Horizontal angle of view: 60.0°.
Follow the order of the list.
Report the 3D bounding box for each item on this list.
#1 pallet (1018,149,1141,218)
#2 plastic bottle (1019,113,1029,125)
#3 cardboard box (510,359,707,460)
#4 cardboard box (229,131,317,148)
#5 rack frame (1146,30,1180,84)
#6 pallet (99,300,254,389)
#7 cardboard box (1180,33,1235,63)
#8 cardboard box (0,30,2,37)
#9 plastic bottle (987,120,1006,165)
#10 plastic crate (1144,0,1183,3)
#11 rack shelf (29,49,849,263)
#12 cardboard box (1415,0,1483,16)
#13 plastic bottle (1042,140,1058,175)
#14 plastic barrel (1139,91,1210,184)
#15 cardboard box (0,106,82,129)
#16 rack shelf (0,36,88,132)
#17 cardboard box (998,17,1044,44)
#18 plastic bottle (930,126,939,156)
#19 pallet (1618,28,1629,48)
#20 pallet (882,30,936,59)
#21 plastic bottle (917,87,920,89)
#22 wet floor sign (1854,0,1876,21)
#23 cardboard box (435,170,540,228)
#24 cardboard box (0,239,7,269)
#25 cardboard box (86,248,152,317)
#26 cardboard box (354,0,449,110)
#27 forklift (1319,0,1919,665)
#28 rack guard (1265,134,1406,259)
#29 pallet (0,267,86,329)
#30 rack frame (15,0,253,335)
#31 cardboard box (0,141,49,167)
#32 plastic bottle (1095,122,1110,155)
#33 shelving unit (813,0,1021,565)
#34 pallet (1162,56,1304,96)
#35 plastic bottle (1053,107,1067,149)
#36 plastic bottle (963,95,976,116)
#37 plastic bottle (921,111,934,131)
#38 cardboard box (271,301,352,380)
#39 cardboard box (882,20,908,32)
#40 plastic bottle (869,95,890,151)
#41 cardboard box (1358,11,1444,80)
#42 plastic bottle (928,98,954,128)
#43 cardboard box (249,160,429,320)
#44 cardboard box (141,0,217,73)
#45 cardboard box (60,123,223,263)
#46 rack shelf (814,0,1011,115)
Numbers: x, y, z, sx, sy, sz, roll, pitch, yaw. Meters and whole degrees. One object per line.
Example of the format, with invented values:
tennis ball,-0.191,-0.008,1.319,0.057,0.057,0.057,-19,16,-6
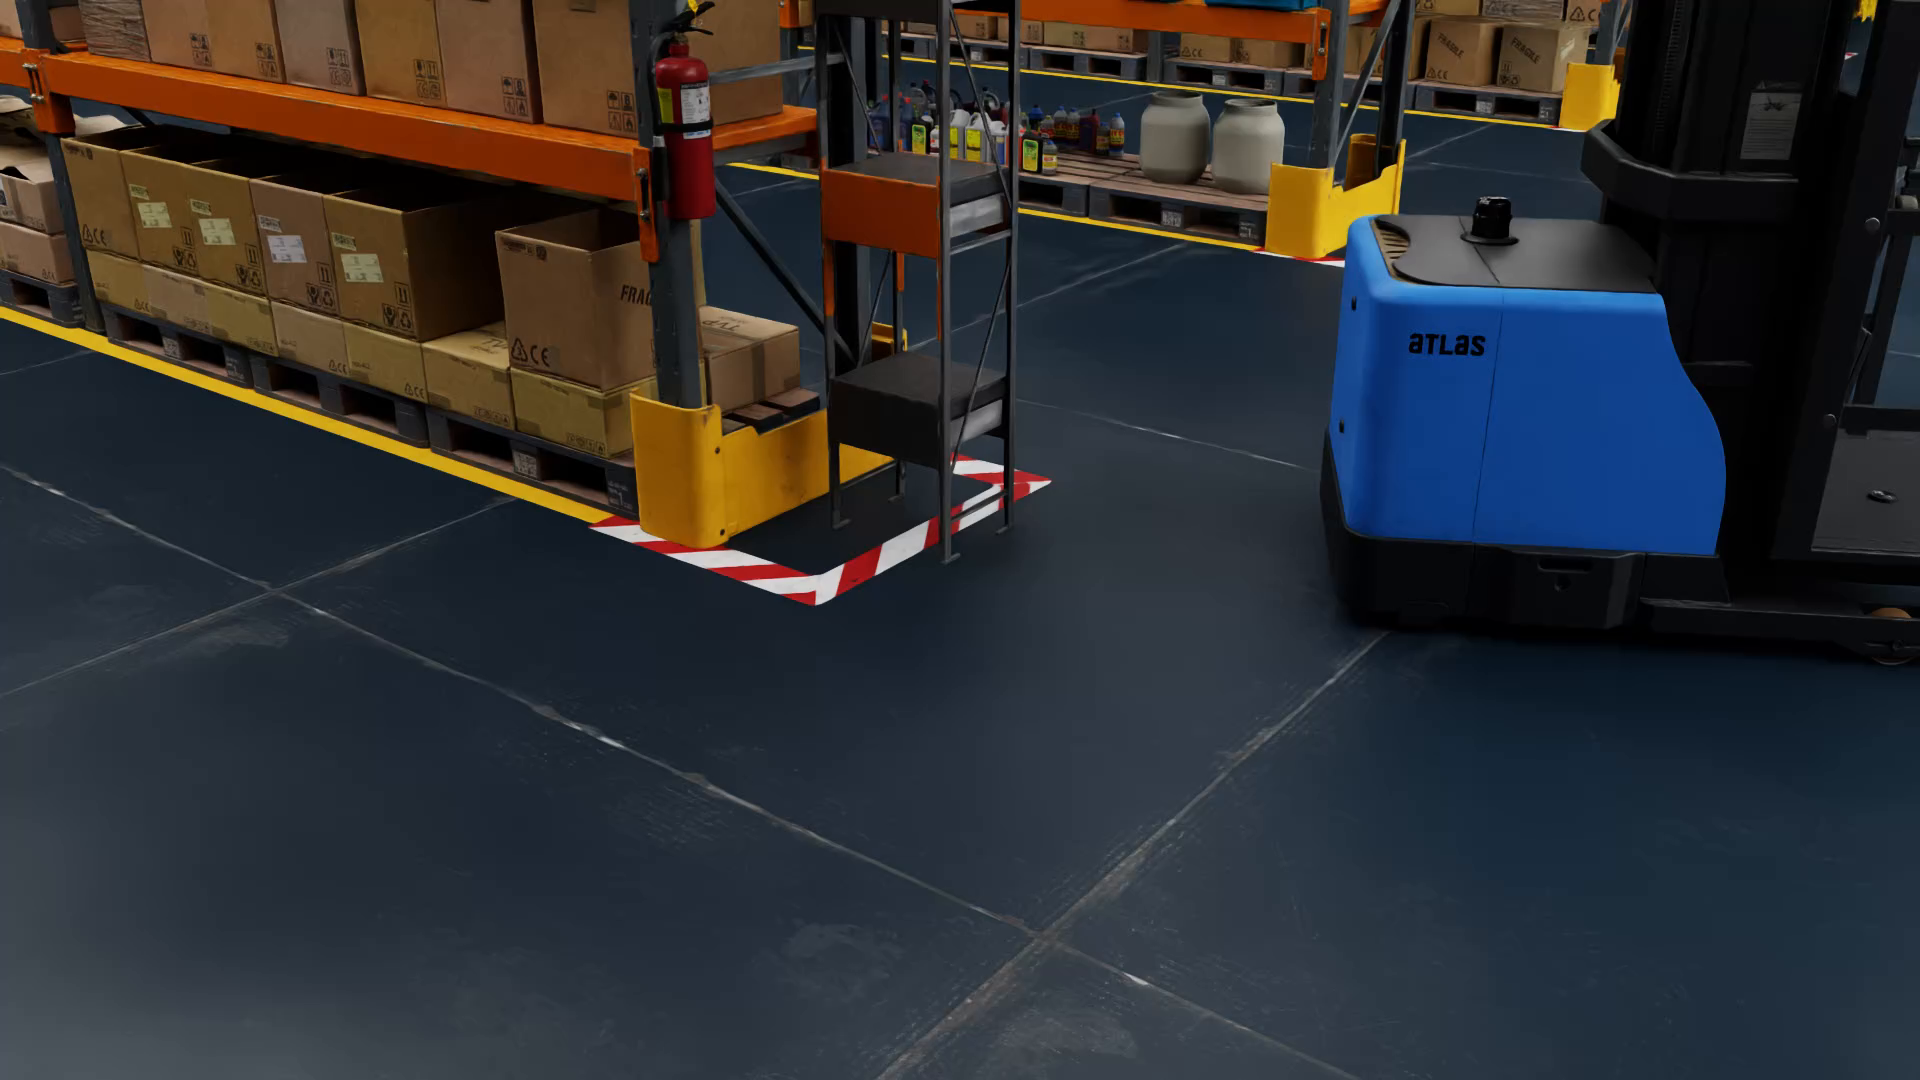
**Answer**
pallet,0.584,-2.385,10.901,1.213,0.211,1.003,17,29,33
plastic bottle,0.430,-2.805,11.320,0.097,0.201,0.097,0,24,0
cardboard box,-1.288,-0.535,6.134,0.500,0.250,0.500,17,29,33
cardboard box,-2.987,-1.645,7.723,0.500,0.500,0.500,17,29,33
rack frame,2.062,-5.730,15.034,0.127,3.000,1.000,17,29,33
pallet,-3.271,-1.053,7.877,1.213,0.211,1.003,17,29,33
cardboard box,2.358,-4.668,15.204,0.500,0.500,0.500,16,28,32
cardboard box,-4.696,-2.626,8.157,0.258,0.266,0.396,16,28,32
plastic bottle,0.263,-2.525,10.593,0.135,0.276,0.152,16,28,32
plastic crate,1.196,-3.280,9.658,0.408,0.251,0.499,17,29,33
rack shelf,-2.282,-1.721,6.829,4.000,0.370,1.077,17,29,33
cardboard box,5.579,-6.351,18.558,0.875,0.875,0.875,17,29,34
plastic bottle,0.560,-2.388,10.374,0.097,0.201,0.097,0,24,0
plastic barrel,1.319,-2.474,10.209,0.421,0.512,0.421,0,24,0
cardboard box,-5.295,-2.277,9.390,0.500,0.311,0.500,18,29,35
rack shelf,-5.483,-2.689,9.024,4.000,0.370,1.077,17,29,33
cardboard box,0.765,-5.199,16.384,0.500,0.500,0.700,14,27,29
plastic bottle,-0.148,-2.602,10.859,0.097,0.201,0.097,0,24,0
pallet,7.631,-5.230,17.359,1.213,0.211,1.003,17,29,33
pallet,-0.515,-5.231,17.361,1.213,0.211,1.003,17,29,33
plastic bottle,-0.326,-3.080,11.843,0.133,0.283,0.061,19,30,36
wet floor sign,10.716,-6.491,19.682,0.267,0.644,0.232,-15,28,-30
cardboard box,-1.786,-1.283,6.900,0.500,0.500,0.500,17,29,33
cardboard box,-4.792,-1.598,8.546,0.500,0.250,0.500,16,29,33
cardboard box,-3.693,-1.258,7.775,0.500,0.250,0.500,17,29,33
cardboard box,-1.865,-1.977,6.393,0.500,0.500,0.700,17,29,34
forklift,2.729,-1.190,4.815,3.031,2.935,1.130,3,24,7
rack guard,2.203,-2.024,9.723,0.348,0.500,1.175,17,29,33
pallet,-4.495,-1.424,8.720,1.213,0.211,1.003,17,29,33
rack frame,-3.882,-2.534,7.782,0.127,3.000,1.000,17,29,33
cardboard box,-4.799,-1.854,8.432,0.500,0.311,0.500,18,29,35
plastic bottle,0.945,-2.649,10.967,0.097,0.201,0.097,0,24,0
shelving unit,-0.132,-1.001,5.417,0.503,2.100,0.431,17,29,33
pallet,2.620,-4.303,15.253,1.213,0.211,1.003,17,29,33
plastic bottle,0.674,-2.763,11.139,0.097,0.271,0.097,0,24,0
plastic bottle,0.088,-2.955,11.559,0.133,0.283,0.061,19,30,37
plastic bottle,-0.220,-2.686,10.964,0.097,0.271,0.097,0,24,0
cardboard box,-2.495,-0.894,6.949,0.500,0.250,0.500,17,29,33
cardboard box,-0.591,-5.599,17.291,0.500,0.500,0.700,15,28,31
plastic bottle,-0.512,-2.792,11.105,0.185,0.351,0.144,18,29,35
cardboard box,3.784,-4.258,14.273,0.500,0.500,0.500,20,31,38
plastic bottle,-0.136,-2.923,11.497,0.135,0.276,0.152,17,29,33
cardboard box,-2.498,-1.236,6.795,0.500,0.500,0.500,17,29,33
cardboard box,-3.098,-2.349,7.238,0.500,0.500,0.700,16,29,33
cardboard box,-3.699,-1.598,7.616,0.500,0.500,0.500,17,29,33
rack shelf,-0.132,-1.629,5.141,0.480,0.518,0.431,17,29,33
